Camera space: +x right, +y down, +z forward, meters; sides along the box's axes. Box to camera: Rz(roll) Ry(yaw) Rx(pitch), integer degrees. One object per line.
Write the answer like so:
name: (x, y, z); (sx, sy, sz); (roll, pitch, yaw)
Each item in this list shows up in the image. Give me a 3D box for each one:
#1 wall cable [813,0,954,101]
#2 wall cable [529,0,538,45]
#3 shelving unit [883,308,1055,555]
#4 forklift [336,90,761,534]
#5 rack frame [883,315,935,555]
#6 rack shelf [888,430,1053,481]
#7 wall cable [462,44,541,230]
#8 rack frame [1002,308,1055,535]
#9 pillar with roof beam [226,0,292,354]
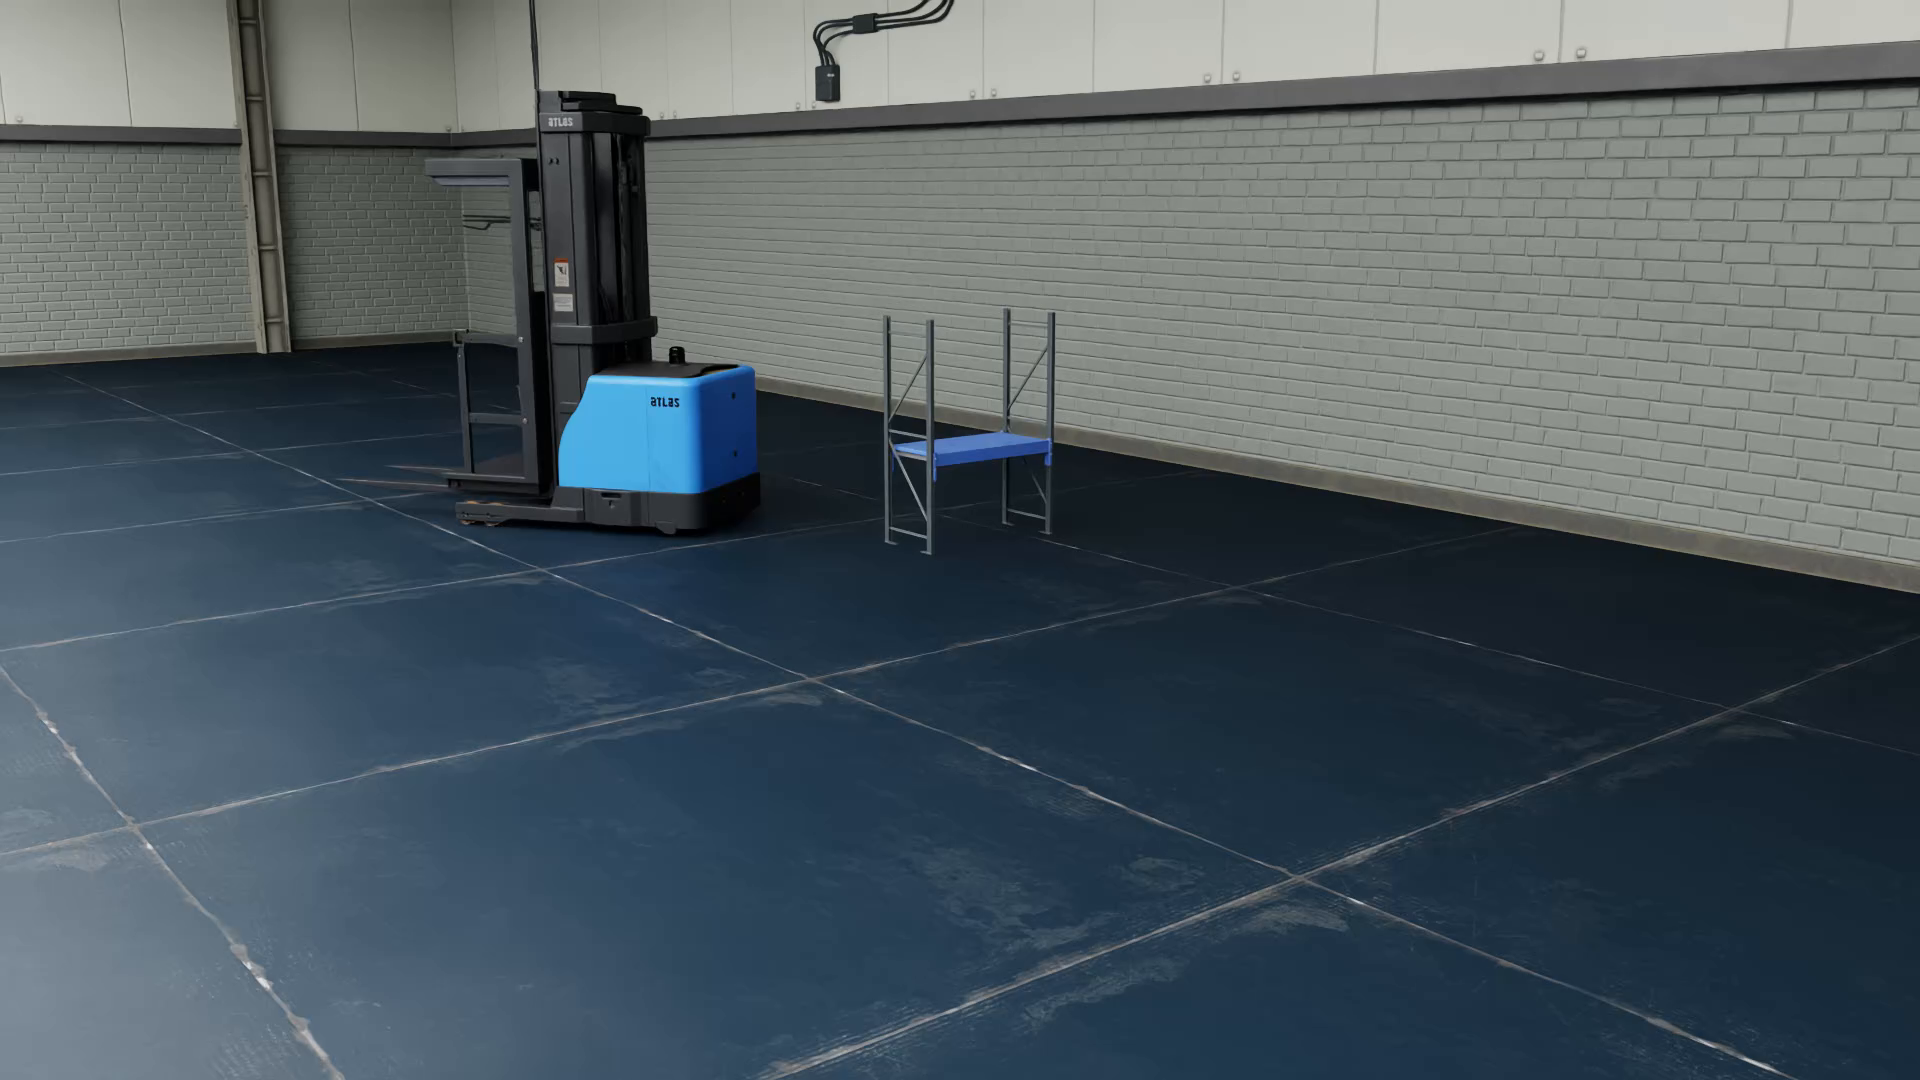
wall cable: (-0.774, -7.383, 16.047); (0.169, 6.003, 2.305); (-9, 15, -38)
wall cable: (-5.002, -7.774, 21.393); (0.112, 2.526, 3.097); (-9, 15, -38)
shelving unit: (0.067, -0.745, 11.025); (1.048, 1.500, 0.538); (-9, 15, -38)
forklift: (-3.014, -1.628, 11.739); (3.031, 2.935, 1.130); (4, 13, 17)
rack frame: (-0.330, -0.679, 10.714); (0.032, 1.500, 0.500); (-9, 15, -38)
rack shelf: (0.067, -0.569, 11.062); (1.000, 0.185, 0.538); (-9, 15, -38)
wall cable: (-6.692, -5.743, 23.984); (0.112, 2.526, 3.097); (-9, 15, -38)
rack frame: (0.464, -0.811, 11.336); (0.032, 1.500, 0.500); (-9, 15, -38)
pillar with roof beam: (-7.130, -6.396, 19.583); (0.400, 9.000, 9.100); (-9, 15, -38)
